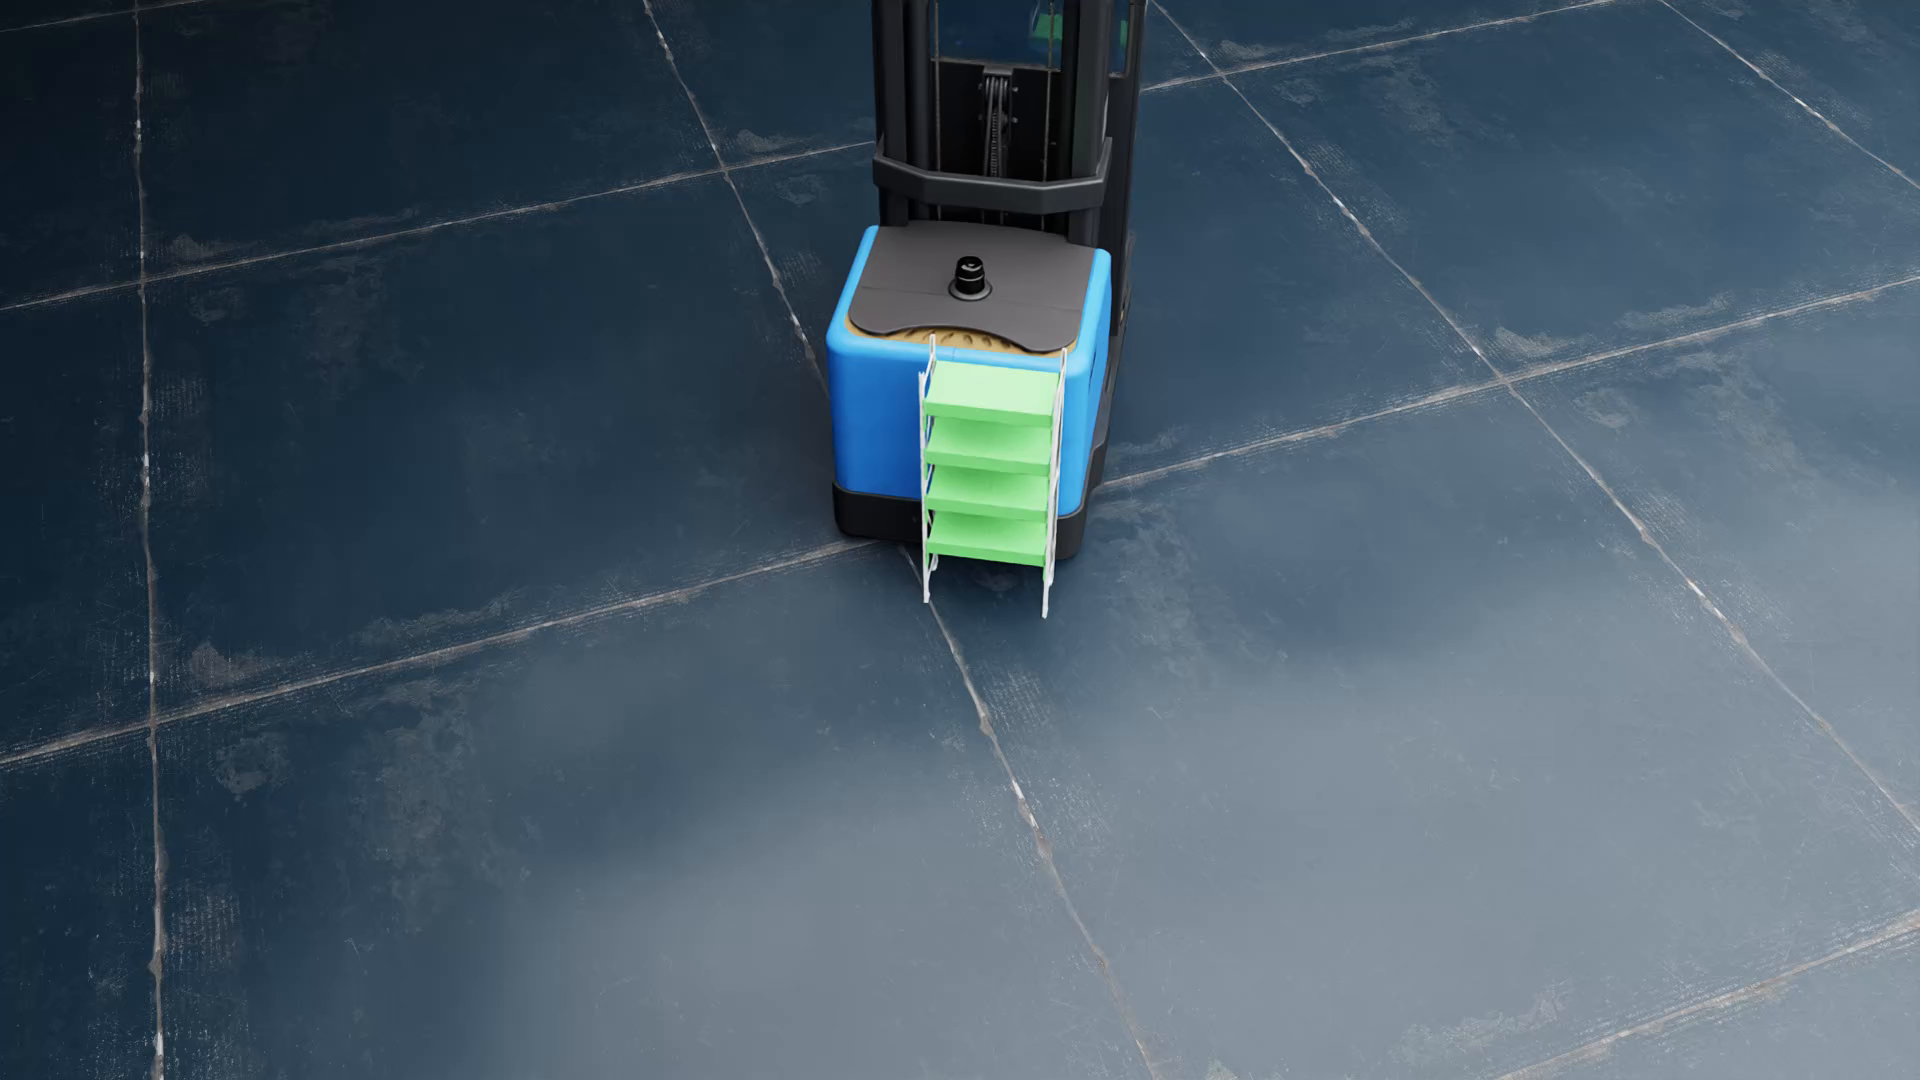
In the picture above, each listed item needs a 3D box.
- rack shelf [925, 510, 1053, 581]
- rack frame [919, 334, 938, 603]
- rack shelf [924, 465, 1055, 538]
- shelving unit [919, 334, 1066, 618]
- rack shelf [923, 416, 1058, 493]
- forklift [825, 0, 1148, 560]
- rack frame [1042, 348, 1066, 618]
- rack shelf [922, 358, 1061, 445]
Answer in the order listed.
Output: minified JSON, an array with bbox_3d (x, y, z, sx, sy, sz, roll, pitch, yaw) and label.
[{"bbox_3d":[0.120,-0.006,6.647,0.480,0.148,0.258,7,45,7],"label":"rack shelf"},{"bbox_3d":[-0.120,-0.249,6.460,0.015,1.200,0.240,7,45,7],"label":"rack frame"},{"bbox_3d":[0.120,-0.175,6.477,0.480,0.148,0.258,7,45,7],"label":"rack shelf"},{"bbox_3d":[0.120,-0.220,6.432,0.503,1.200,0.258,7,45,7],"label":"shelving unit"},{"bbox_3d":[0.120,-0.344,6.307,0.480,0.148,0.258,7,45,7],"label":"rack shelf"},{"bbox_3d":[0.234,-2.010,6.994,1.130,2.935,3.031,7,46,7],"label":"forklift"},{"bbox_3d":[0.361,-0.191,6.403,0.015,1.200,0.240,7,45,7],"label":"rack frame"},{"bbox_3d":[0.120,-0.514,6.137,0.480,0.148,0.258,7,45,7],"label":"rack shelf"}]
